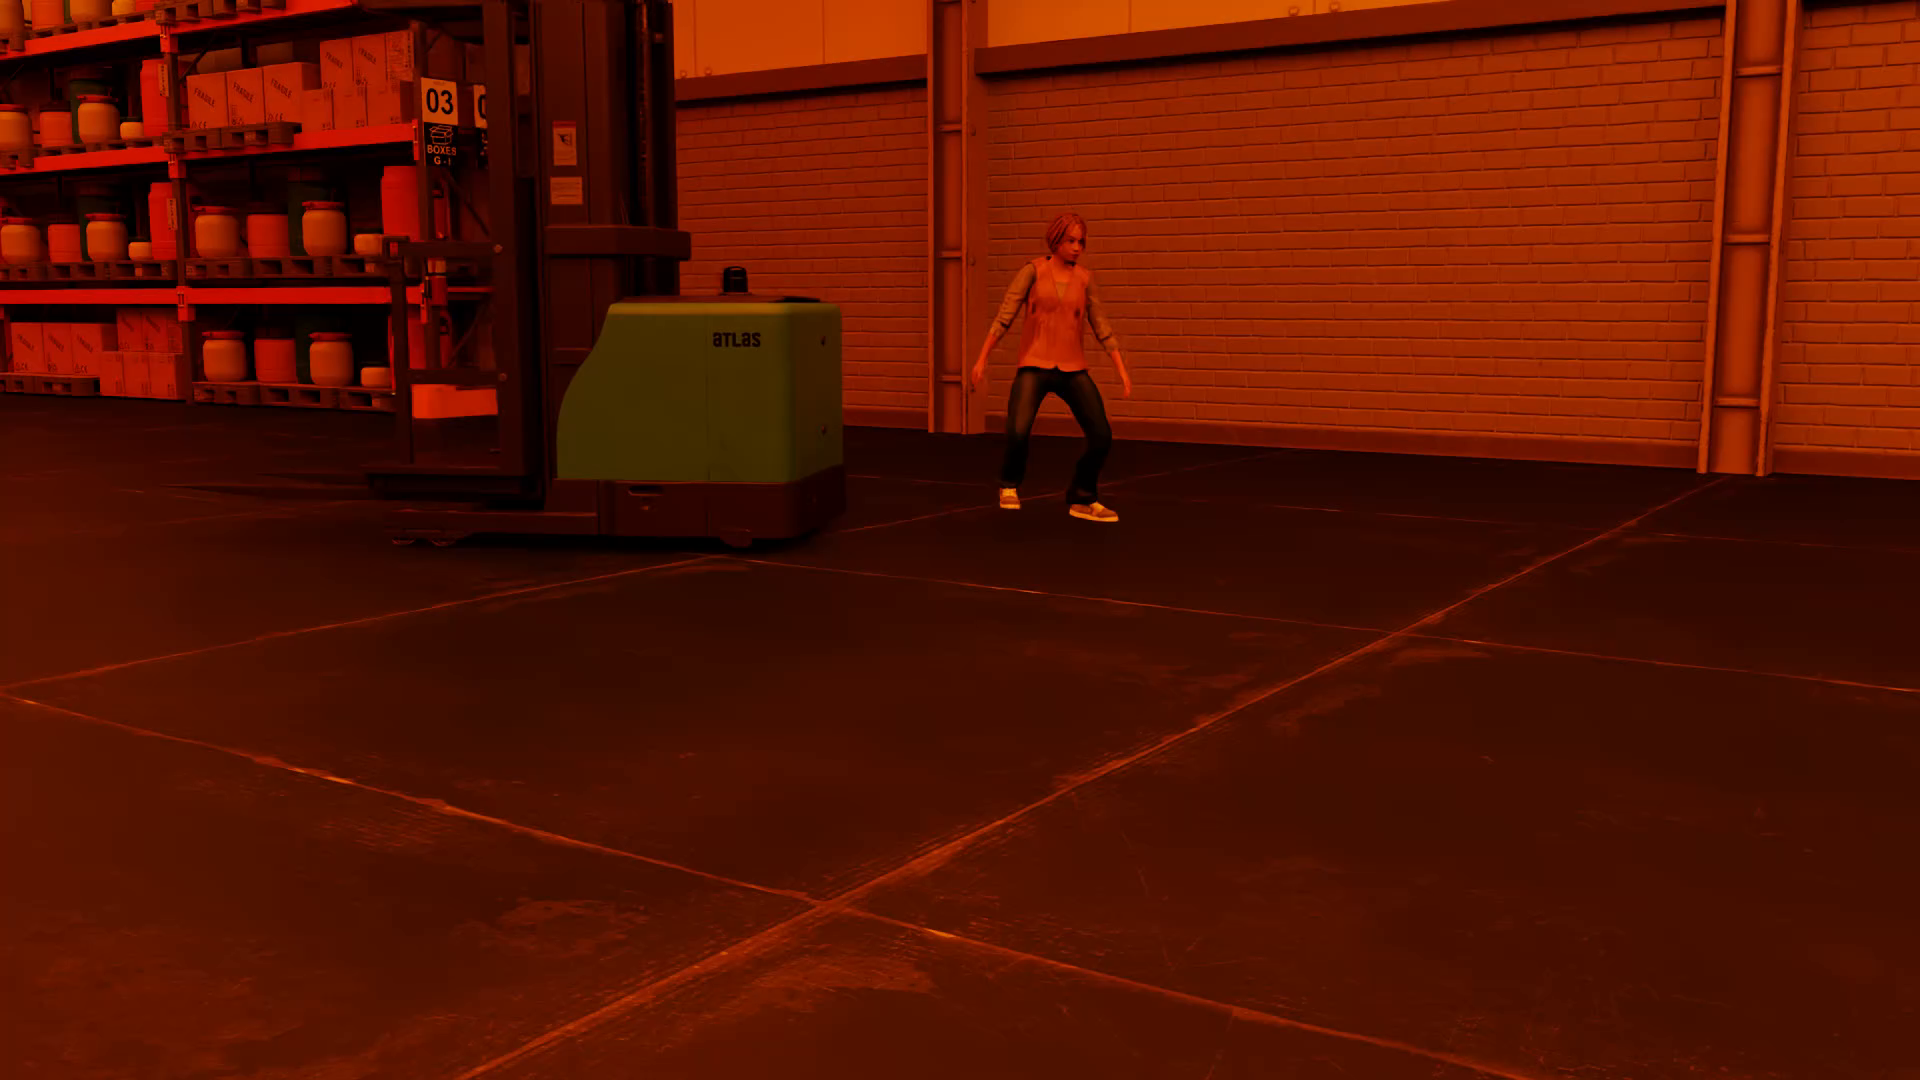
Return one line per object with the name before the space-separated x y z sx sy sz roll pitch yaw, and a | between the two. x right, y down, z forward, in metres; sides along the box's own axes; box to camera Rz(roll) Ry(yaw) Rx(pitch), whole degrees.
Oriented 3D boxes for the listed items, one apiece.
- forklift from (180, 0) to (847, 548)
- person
forklift | -2.116 -1.492 7.684 3.031 2.935 1.130 1 8 10
person | 0.444 -0.818 8.071 0.762 1.508 0.452 -1 8 -7
